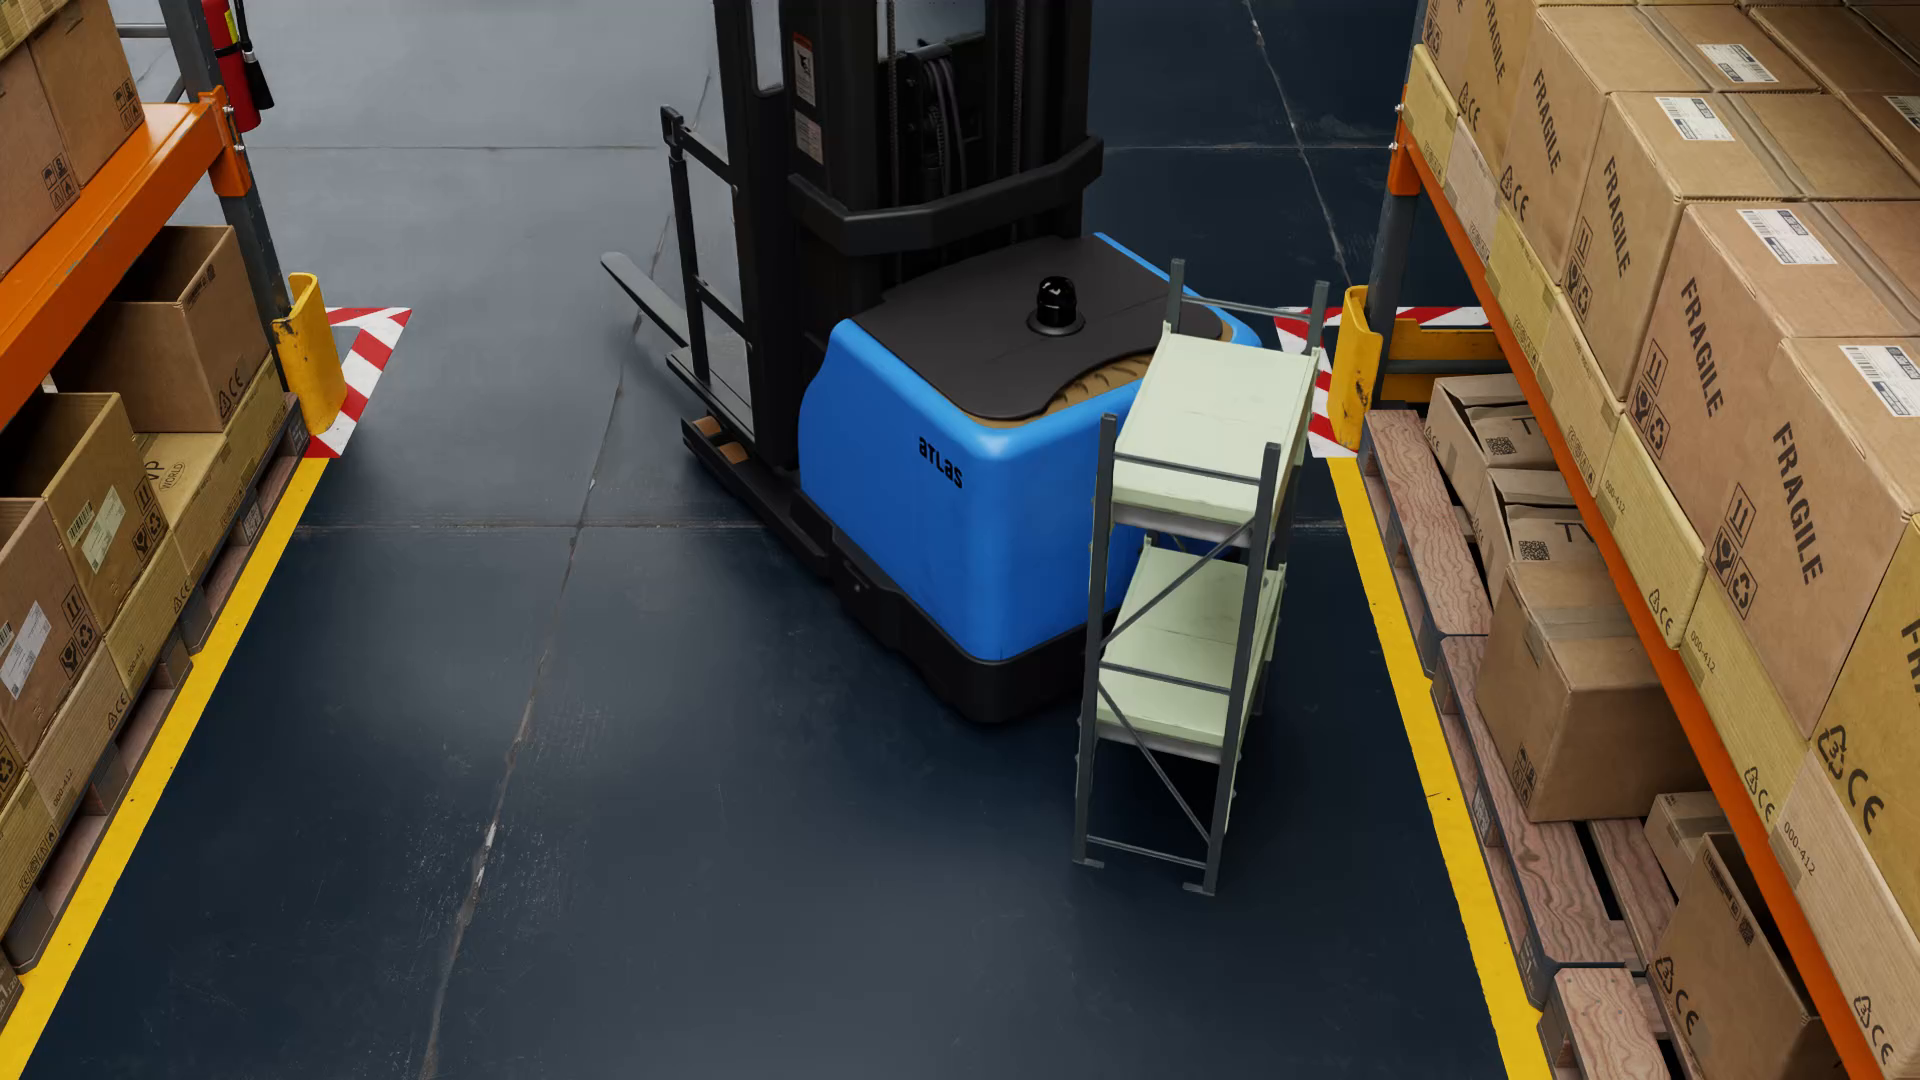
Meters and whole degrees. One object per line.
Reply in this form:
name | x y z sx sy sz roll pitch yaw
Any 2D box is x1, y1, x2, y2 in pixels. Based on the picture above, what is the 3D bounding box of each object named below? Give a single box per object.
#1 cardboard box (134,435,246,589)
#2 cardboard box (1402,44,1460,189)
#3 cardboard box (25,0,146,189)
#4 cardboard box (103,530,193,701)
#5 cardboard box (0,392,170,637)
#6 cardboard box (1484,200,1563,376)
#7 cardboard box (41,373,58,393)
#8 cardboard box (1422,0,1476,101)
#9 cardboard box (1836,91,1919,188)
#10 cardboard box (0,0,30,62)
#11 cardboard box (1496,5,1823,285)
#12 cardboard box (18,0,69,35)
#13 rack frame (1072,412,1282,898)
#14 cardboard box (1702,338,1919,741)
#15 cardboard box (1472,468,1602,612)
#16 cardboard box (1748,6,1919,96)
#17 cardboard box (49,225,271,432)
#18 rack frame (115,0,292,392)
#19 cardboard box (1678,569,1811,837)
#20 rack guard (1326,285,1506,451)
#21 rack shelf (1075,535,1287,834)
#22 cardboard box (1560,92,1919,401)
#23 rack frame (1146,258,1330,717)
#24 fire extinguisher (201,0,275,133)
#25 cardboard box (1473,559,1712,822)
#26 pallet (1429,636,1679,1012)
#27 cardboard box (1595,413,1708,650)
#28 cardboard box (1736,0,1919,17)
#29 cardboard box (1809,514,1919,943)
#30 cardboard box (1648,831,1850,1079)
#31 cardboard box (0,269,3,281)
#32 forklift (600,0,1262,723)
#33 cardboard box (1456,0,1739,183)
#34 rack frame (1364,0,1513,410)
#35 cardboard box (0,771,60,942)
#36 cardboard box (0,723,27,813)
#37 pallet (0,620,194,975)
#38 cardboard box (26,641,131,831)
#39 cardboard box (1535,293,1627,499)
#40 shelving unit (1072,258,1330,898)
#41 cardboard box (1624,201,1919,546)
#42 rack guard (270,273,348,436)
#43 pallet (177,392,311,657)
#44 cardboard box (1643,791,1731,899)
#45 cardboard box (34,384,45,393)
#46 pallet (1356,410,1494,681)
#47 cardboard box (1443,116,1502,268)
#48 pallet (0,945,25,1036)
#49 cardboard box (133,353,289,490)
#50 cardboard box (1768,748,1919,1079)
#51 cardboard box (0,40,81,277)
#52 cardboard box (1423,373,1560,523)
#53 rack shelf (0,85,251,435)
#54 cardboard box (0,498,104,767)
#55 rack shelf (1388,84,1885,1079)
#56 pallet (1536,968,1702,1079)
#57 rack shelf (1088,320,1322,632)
cardboard box | -2.653 -0.095 5.332 0.500 0.250 0.500 0 39 0
cardboard box | 1.675 -1.301 5.079 0.500 0.250 0.500 -1 39 -1
cardboard box | -2.974 -1.399 5.017 0.700 0.500 0.500 0 39 0
cardboard box | -2.651 0.218 4.942 0.500 0.250 0.500 0 39 0
cardboard box | -2.648 -0.075 4.708 0.500 0.500 0.500 0 39 0
cardboard box | 1.685 -0.658 4.276 0.500 0.250 0.500 -1 39 -1
cardboard box | -3.184 -0.407 5.722 0.500 0.250 0.500 0 39 0
cardboard box | 1.692 -1.601 4.853 0.500 0.500 0.500 0 39 0
cardboard box | 2.201 -0.652 3.669 0.500 0.500 0.500 0 39 1
cardboard box | -2.769 -1.381 4.476 0.380 0.149 0.250 -1 39 -1
cardboard box | 1.677 -0.968 4.064 0.500 0.500 0.500 -1 39 -2
cardboard box | -2.769 -1.541 4.676 0.380 0.149 0.250 1 39 1
rack frame | 0.506 0.345 4.120 0.400 1.500 0.023 11 40 14
cardboard box | 1.681 -0.005 2.862 0.500 0.500 0.500 0 39 0
cardboard box | 1.903 0.009 5.138 0.500 0.311 0.500 3 39 4
cardboard box | 2.201 -0.967 4.062 0.500 0.500 0.500 -1 39 -1
cardboard box | -2.663 -0.700 5.488 0.500 0.500 0.500 0 39 0
rack frame | -2.962 -1.652 5.412 1.000 3.000 0.127 0 39 0
cardboard box | 1.701 0.287 3.097 0.500 0.250 0.500 0 39 0
rack guard | 1.992 -0.635 6.142 1.175 0.500 0.348 0 39 0
rack shelf | 0.618 0.381 4.596 0.431 0.370 0.720 11 40 14
cardboard box | 1.689 -0.646 3.661 0.500 0.500 0.500 1 39 1
rack frame | 0.731 -0.091 4.664 0.400 1.500 0.023 11 40 14
fire extinguisher | -2.497 -1.696 5.529 0.296 0.674 0.183 0 39 0
cardboard box | 1.854 0.394 4.506 0.700 0.500 0.500 -2 39 -3
pallet | 1.956 0.747 4.649 1.003 0.211 1.213 0 39 0
cardboard box | 1.685 -0.027 3.489 0.500 0.250 0.500 0 39 0
cardboard box | 2.196 -1.290 4.465 0.500 0.500 0.500 0 39 1
cardboard box | 1.687 0.307 2.473 0.500 0.500 0.500 0 39 0
cardboard box | 1.955 0.999 3.752 0.500 0.500 0.500 -3 39 -3
cardboard box | -2.974 -0.760 4.219 0.700 0.500 0.500 0 39 0
forklift | -0.356 -1.482 5.255 1.130 2.935 3.031 -23 44 -26
cardboard box | 1.683 -1.292 4.467 0.500 0.500 0.500 0 39 0
rack frame | 1.992 -1.657 5.420 1.000 3.000 0.127 0 39 0
cardboard box | -2.645 0.843 4.162 0.500 0.250 0.500 0 39 0
cardboard box | -2.646 0.551 3.927 0.500 0.500 0.500 0 39 0
pallet | -2.920 0.676 4.738 1.003 0.211 1.213 0 39 0
cardboard box | -2.652 0.531 4.552 0.500 0.250 0.500 0 39 0
cardboard box | 1.683 -0.342 3.882 0.500 0.250 0.500 0 39 0
shelving unit | 0.618 0.127 4.392 0.431 1.500 0.755 11 40 14
cardboard box | 1.691 -0.320 3.255 0.500 0.500 0.500 -1 39 -1
rack guard | -2.962 -0.691 6.213 1.175 0.500 0.348 0 39 0
pallet | -2.919 -0.085 5.687 1.003 0.211 1.213 0 39 0
cardboard box | 2.015 0.785 4.300 0.380 0.149 0.250 -3 39 -4
cardboard box | -3.181 -0.387 5.097 0.500 0.500 0.500 0 39 0
pallet | 1.958 -0.014 5.598 1.003 0.211 1.213 0 39 0
cardboard box | 1.690 -0.977 4.674 0.500 0.250 0.500 -1 39 -1
pallet | -2.916 1.441 3.783 1.003 0.211 1.213 0 39 0
cardboard box | -2.666 -0.407 5.723 0.500 0.250 0.500 0 39 0
cardboard box | 1.693 0.599 2.708 0.500 0.250 0.500 0 39 0
cardboard box | -2.969 -1.070 4.607 0.700 0.500 0.500 1 39 1
cardboard box | 1.903 -0.347 5.583 0.500 0.311 0.500 -4 39 -5
rack shelf | -2.959 -0.120 4.077 1.077 0.370 4.000 0 39 0
cardboard box | -2.648 0.238 4.318 0.500 0.500 0.500 0 39 0
rack shelf | 1.994 -0.126 4.084 1.077 0.370 4.000 0 39 0
pallet | 1.960 1.512 3.694 1.003 0.211 1.213 0 39 0
rack shelf | 0.618 -0.178 4.148 0.431 0.370 0.720 11 40 14
